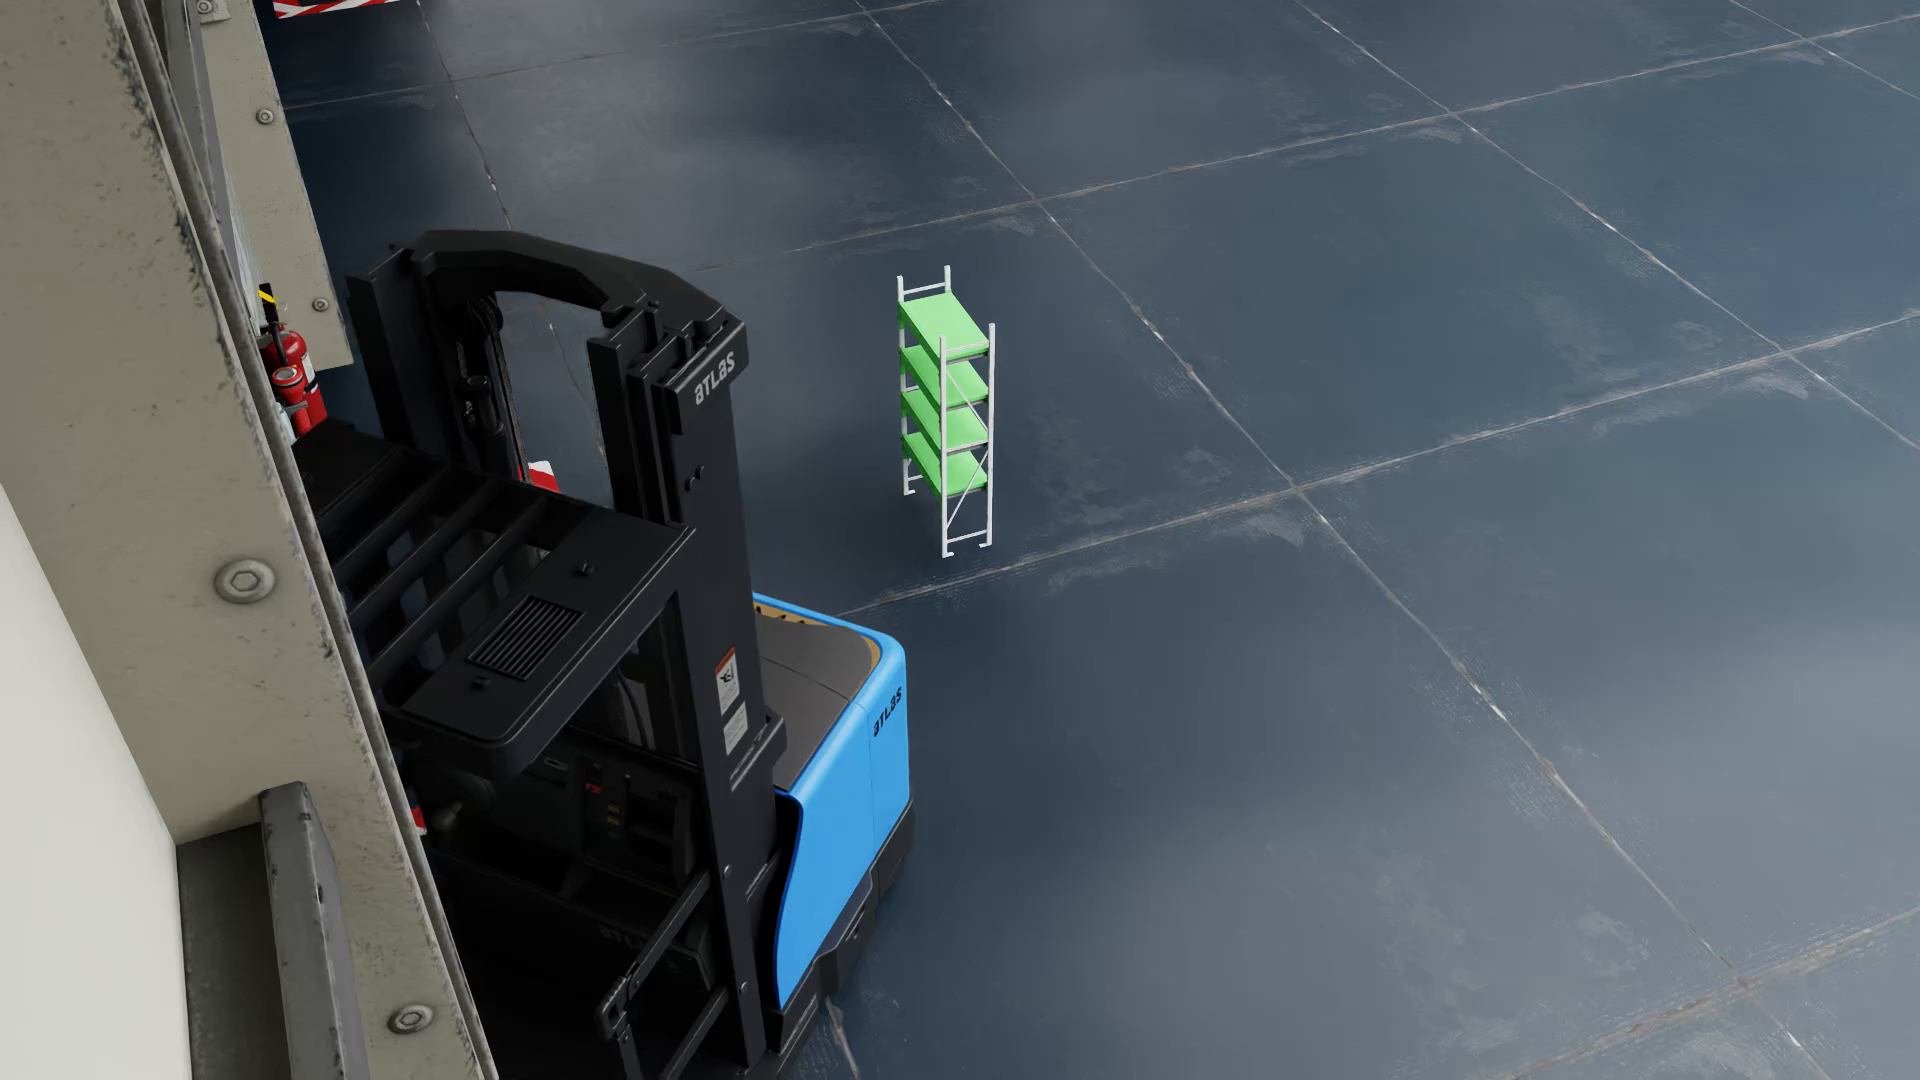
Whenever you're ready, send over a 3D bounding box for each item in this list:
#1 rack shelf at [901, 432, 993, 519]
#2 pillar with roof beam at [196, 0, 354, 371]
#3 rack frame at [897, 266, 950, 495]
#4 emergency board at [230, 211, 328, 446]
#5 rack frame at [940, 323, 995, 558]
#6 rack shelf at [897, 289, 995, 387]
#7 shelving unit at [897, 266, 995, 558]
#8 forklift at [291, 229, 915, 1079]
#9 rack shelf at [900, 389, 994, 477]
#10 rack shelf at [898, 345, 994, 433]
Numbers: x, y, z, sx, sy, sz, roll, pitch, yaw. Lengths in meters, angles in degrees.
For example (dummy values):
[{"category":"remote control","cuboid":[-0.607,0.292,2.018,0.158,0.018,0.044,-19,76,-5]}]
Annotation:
[{"category":"rack shelf","cuboid":[-0.063,-0.324,7.592,0.258,0.148,0.480,-15,43,-17]},{"category":"pillar with roof beam","cuboid":[0.569,-5.498,7.160,9.100,9.000,0.400,-15,43,-17]},{"category":"rack frame","cuboid":[-0.157,-0.702,7.564,0.240,1.200,0.015,-15,43,-17]},{"category":"emergency board","cuboid":[-2.498,-0.651,6.125,0.194,1.169,0.643,-15,43,-17]},{"category":"rack frame","cuboid":[0.030,-0.408,7.222,0.240,1.200,0.015,-15,43,-17]},{"category":"rack shelf","cuboid":[-0.063,-0.870,7.122,0.258,0.148,0.480,-15,43,-17]},{"category":"shelving unit","cuboid":[-0.063,-0.555,7.393,0.258,1.200,0.503,-15,43,-17]},{"category":"forklift","cuboid":[-1.235,0.788,4.504,1.130,2.935,3.031,16,43,18]},{"category":"rack shelf","cuboid":[-0.063,-0.506,7.435,0.258,0.148,0.480,-15,43,-17]},{"category":"rack shelf","cuboid":[-0.063,-0.688,7.279,0.258,0.148,0.480,-15,43,-17]}]
